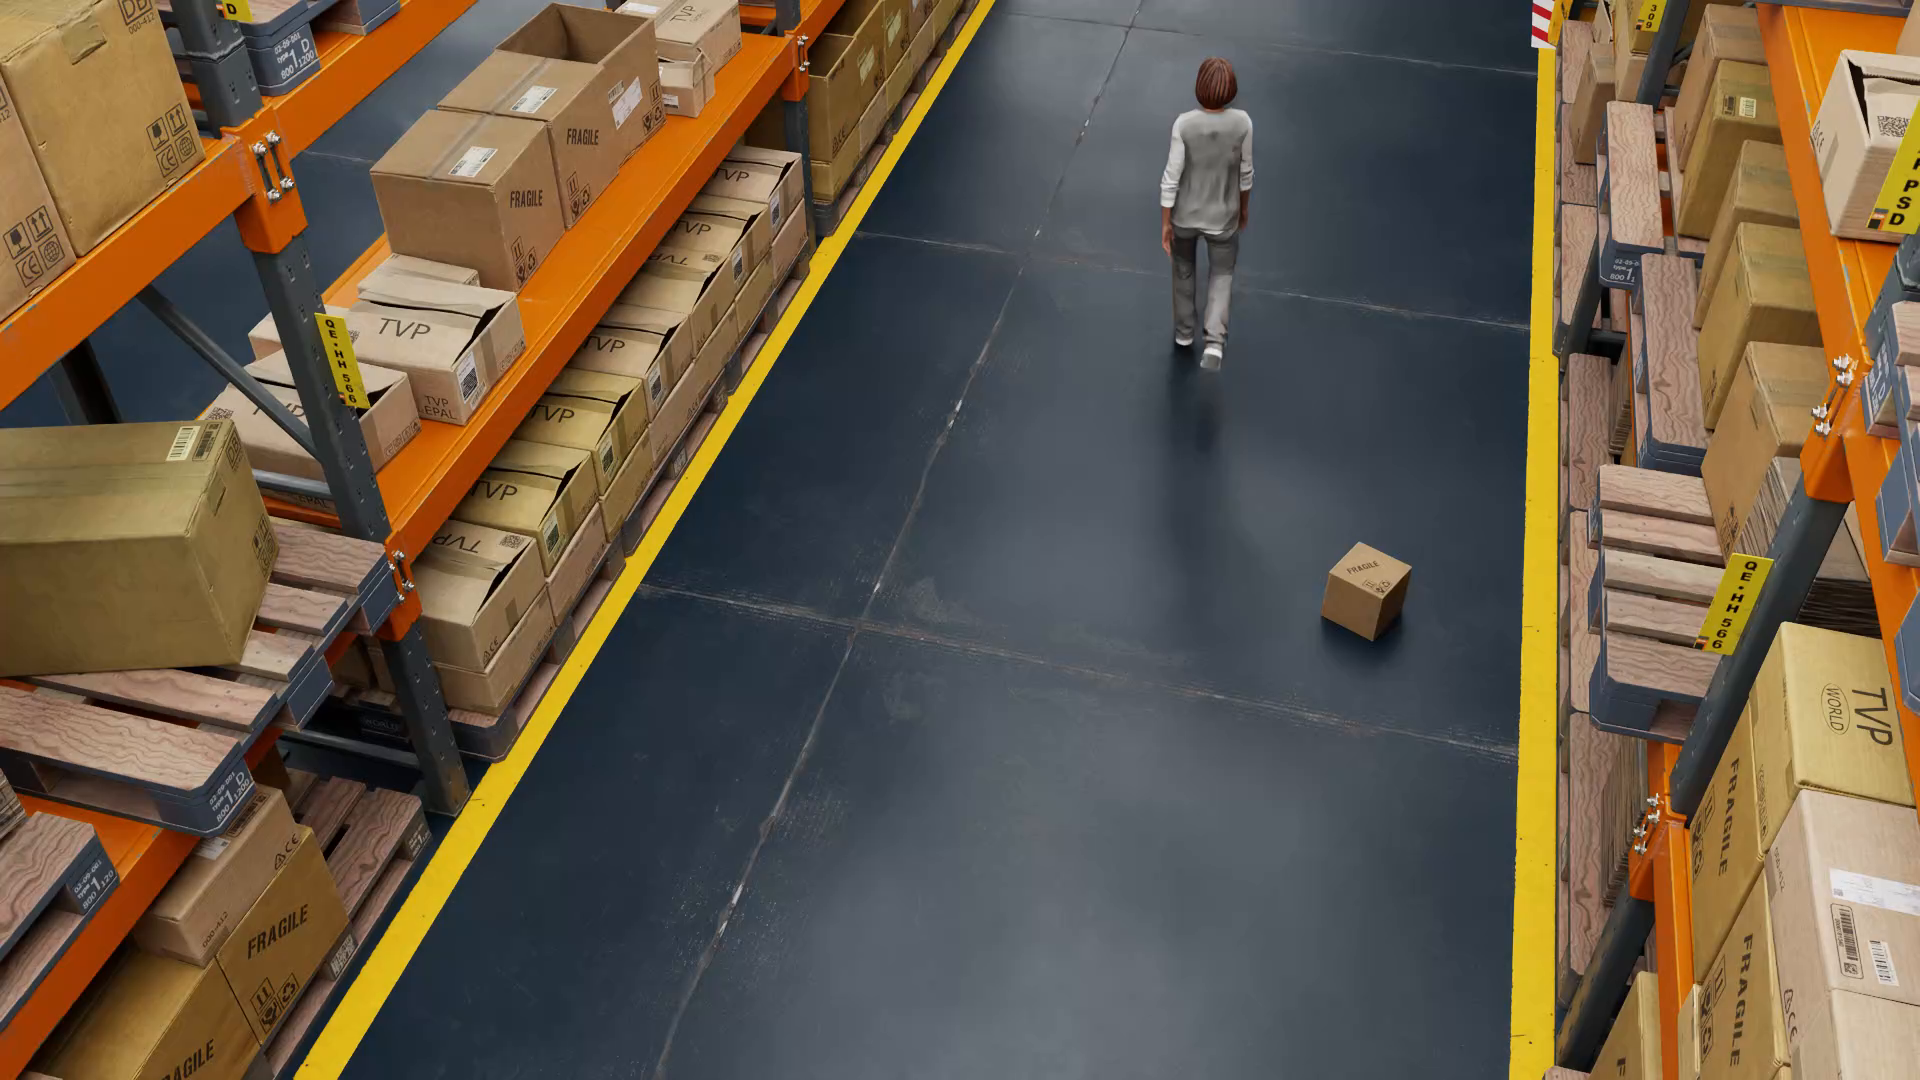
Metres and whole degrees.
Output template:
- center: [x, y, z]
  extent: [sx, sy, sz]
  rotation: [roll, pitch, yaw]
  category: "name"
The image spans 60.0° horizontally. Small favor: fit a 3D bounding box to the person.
- center: [1.150, -1.500, 7.835]
  extent: [0.439, 1.572, 0.729]
  rotation: [2, 42, 3]
  category: "person"
